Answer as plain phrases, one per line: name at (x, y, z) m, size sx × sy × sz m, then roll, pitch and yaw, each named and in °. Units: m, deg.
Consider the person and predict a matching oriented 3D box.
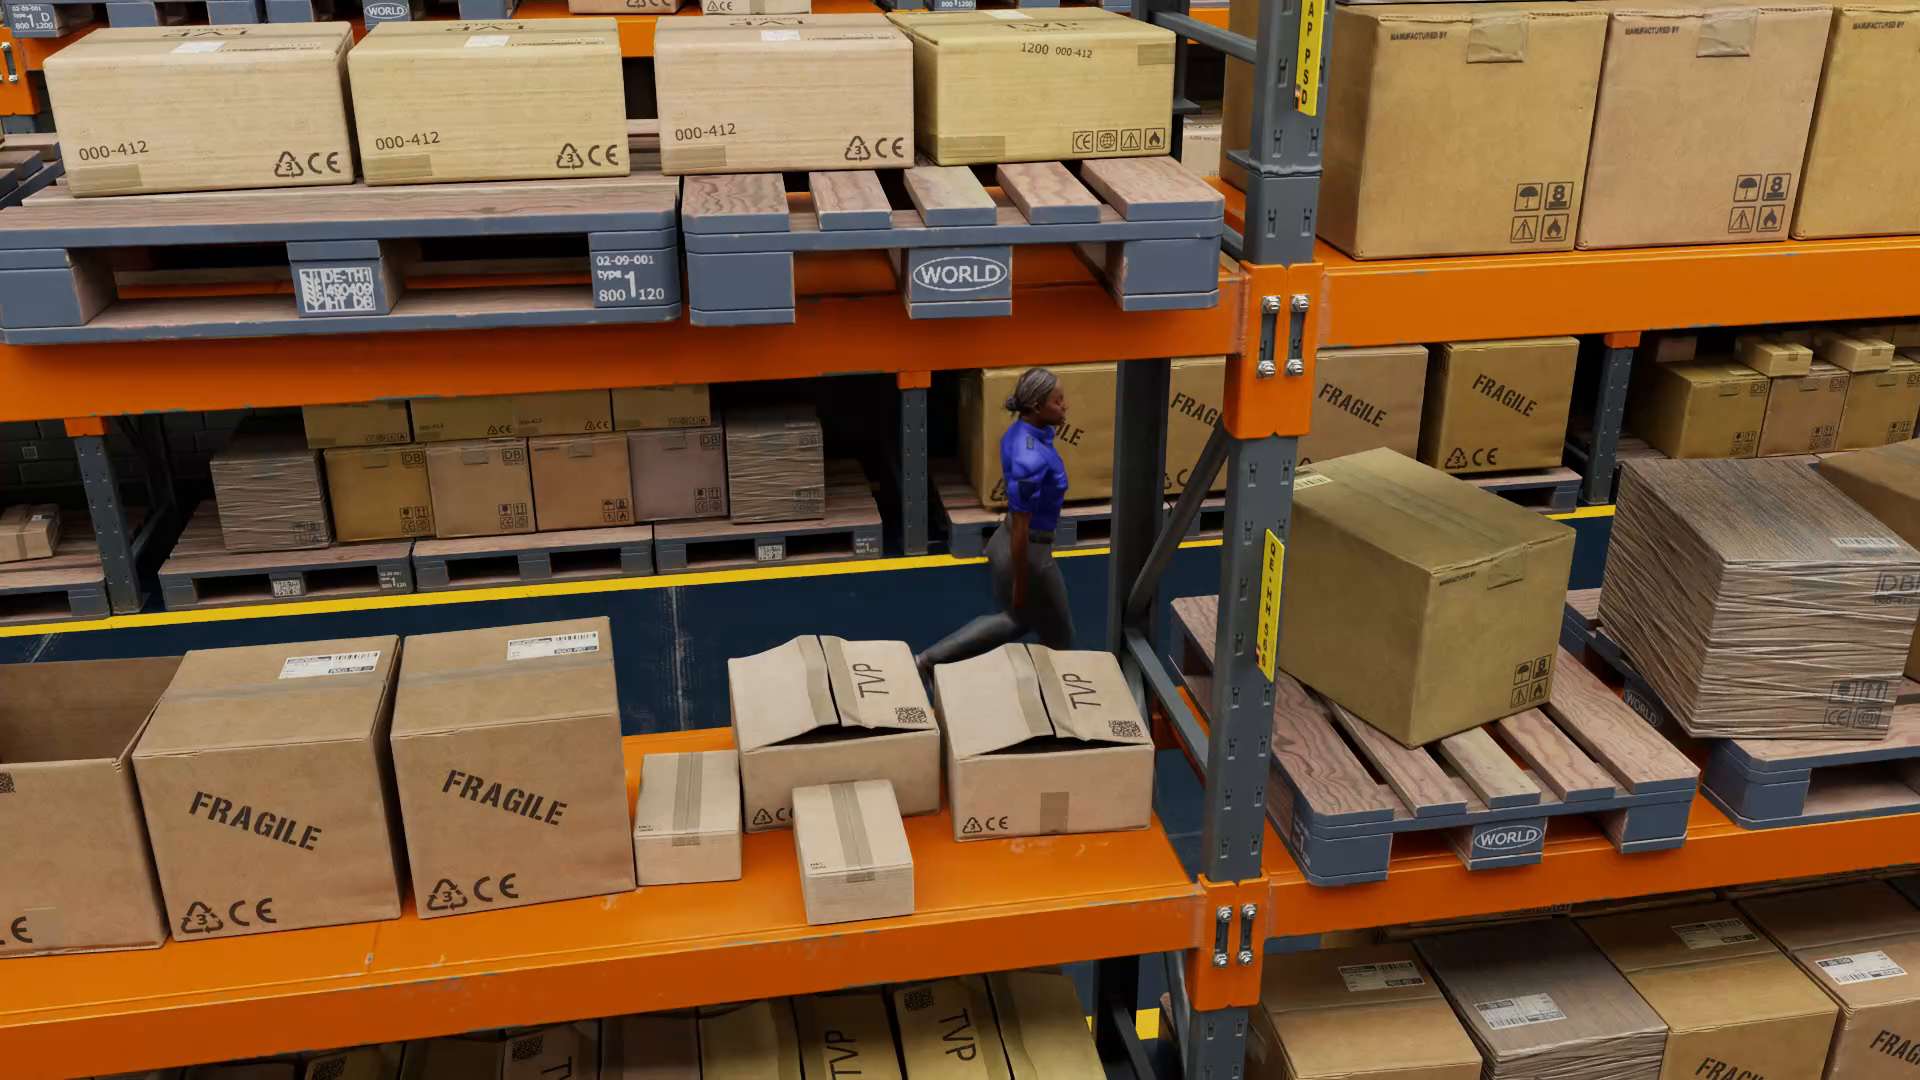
person at (0.195, 0.071, 6.919) m, size 0.776 × 1.633 × 0.450 m, roll -3°, pitch 24°, yaw -6°
